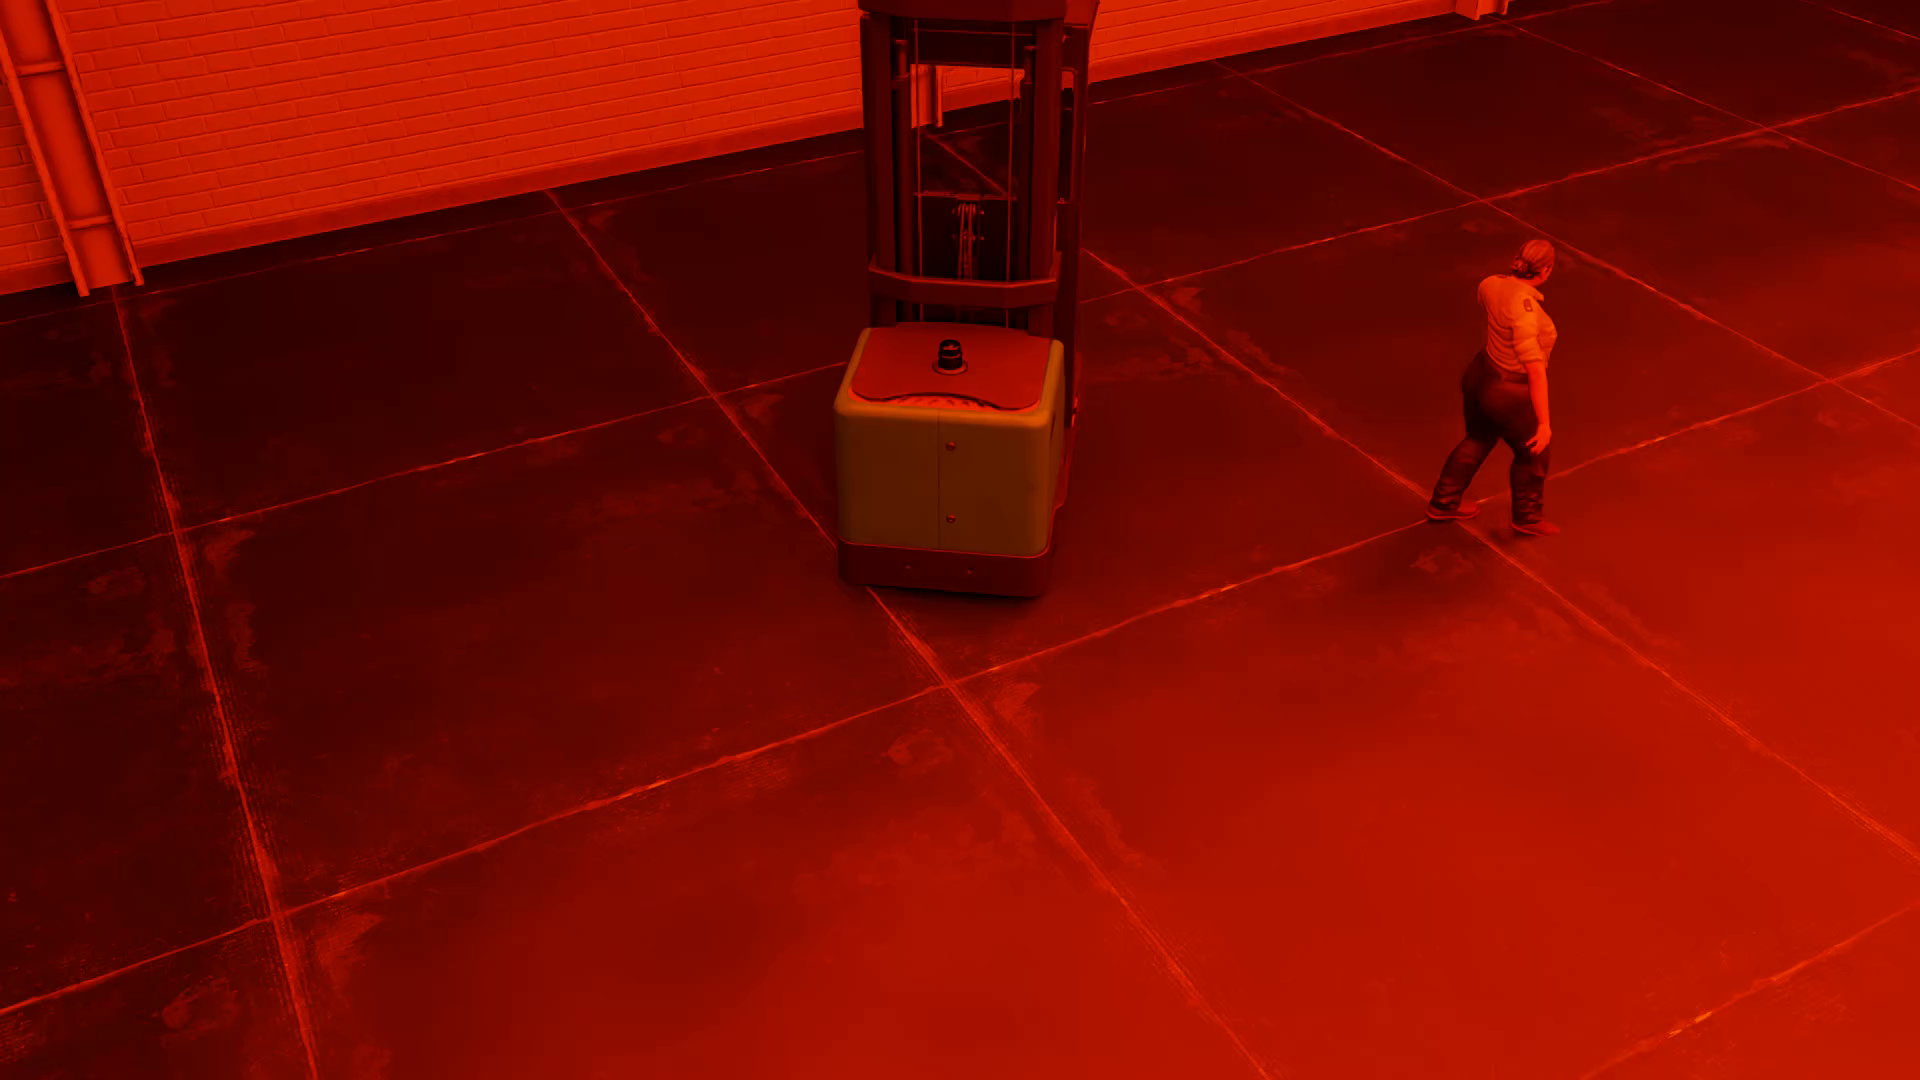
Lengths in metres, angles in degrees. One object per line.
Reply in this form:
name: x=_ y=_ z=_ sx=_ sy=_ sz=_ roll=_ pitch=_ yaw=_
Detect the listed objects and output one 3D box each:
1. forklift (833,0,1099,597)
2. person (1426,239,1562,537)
forklift: x=0.104 y=-1.756 z=8.608 sx=1.130 sy=2.935 sz=3.031 roll=5 pitch=36 yaw=6
person: x=2.820 y=-0.731 z=8.332 sx=0.666 sy=1.656 sz=0.926 roll=-7 pitch=36 yaw=-10
